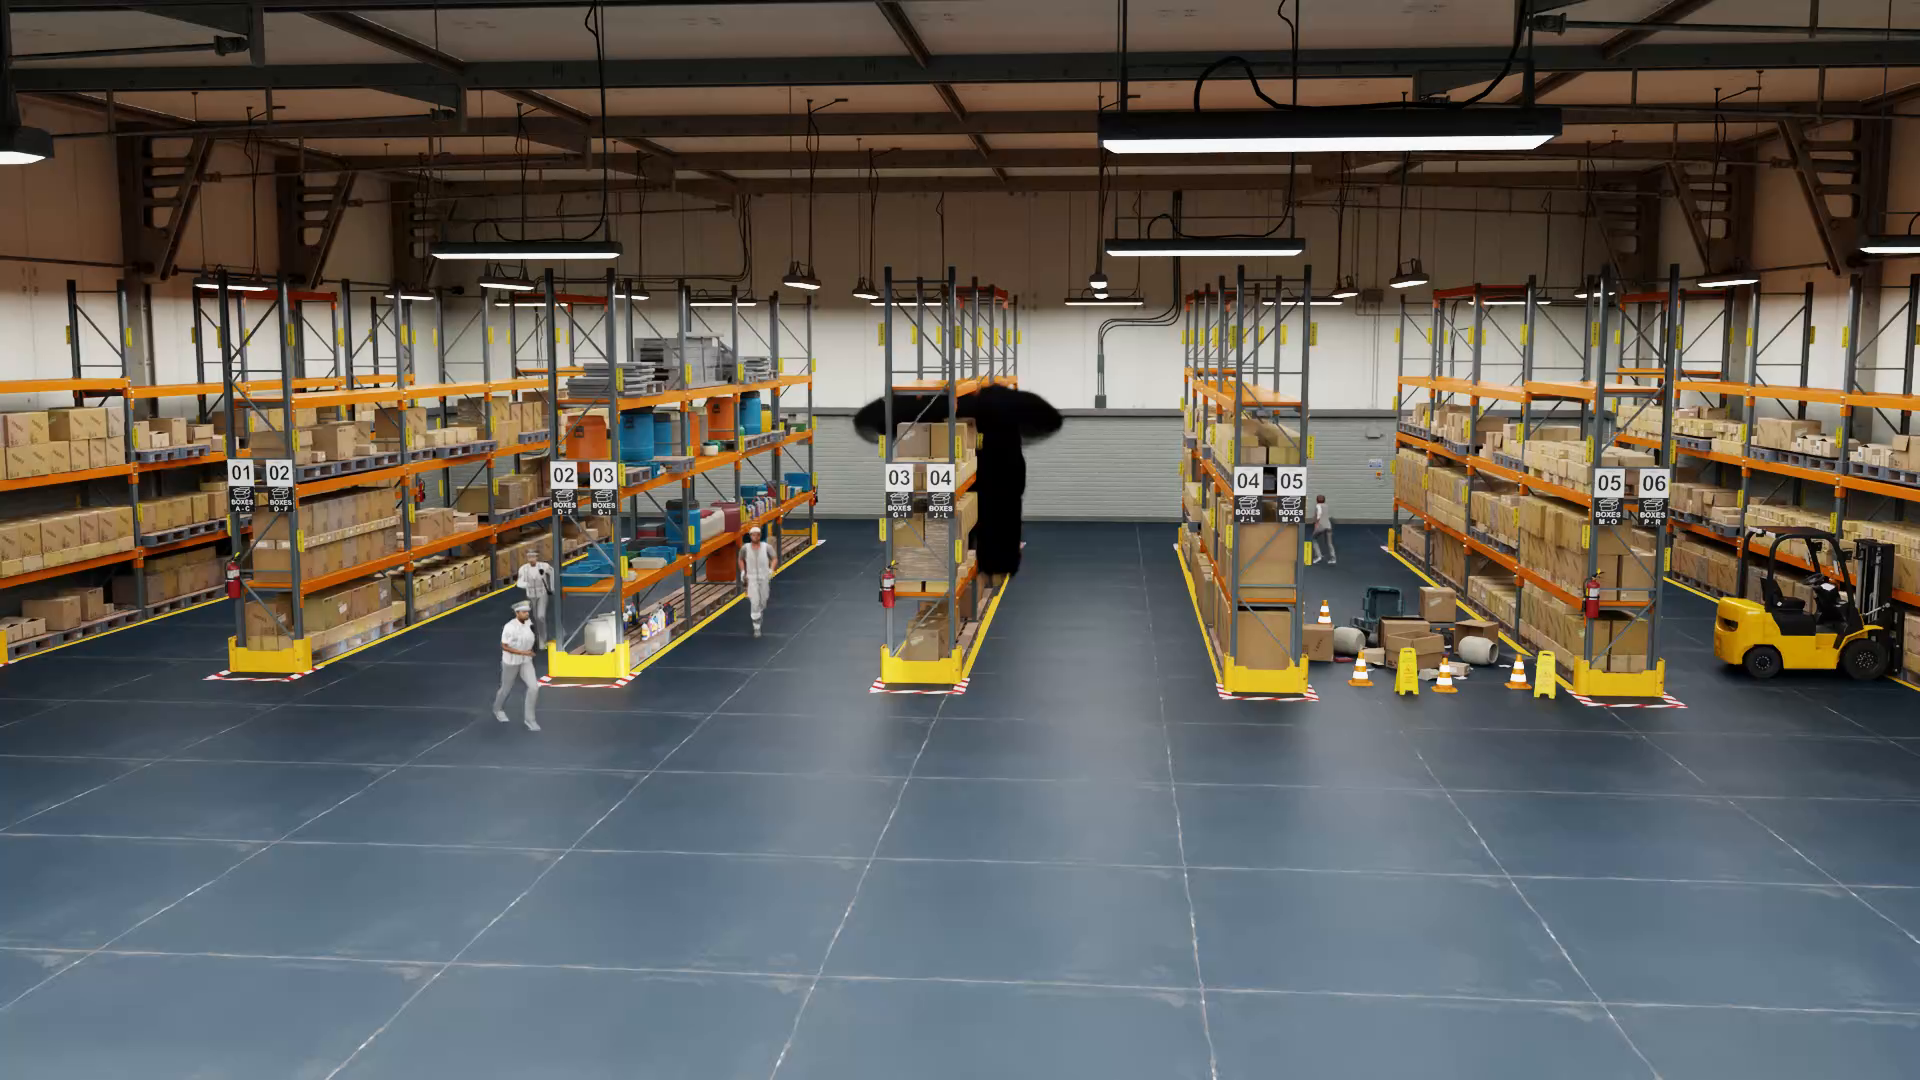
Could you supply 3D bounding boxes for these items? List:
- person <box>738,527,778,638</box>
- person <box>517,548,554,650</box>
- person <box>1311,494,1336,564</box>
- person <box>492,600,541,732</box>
[{"bbox_3d":[-3.338,0.657,27.501,0.659,1.803,0.823,-1,7,-5],"label":"person"},{"bbox_3d":[-6.831,0.918,26.878,0.528,1.638,0.937,0,7,3],"label":"person"},{"bbox_3d":[8.037,-0.228,36.819,0.529,1.545,0.900,-3,7,-22],"label":"person"},{"bbox_3d":[-5.726,1.599,21.399,0.897,1.719,0.592,6,9,39],"label":"person"}]
